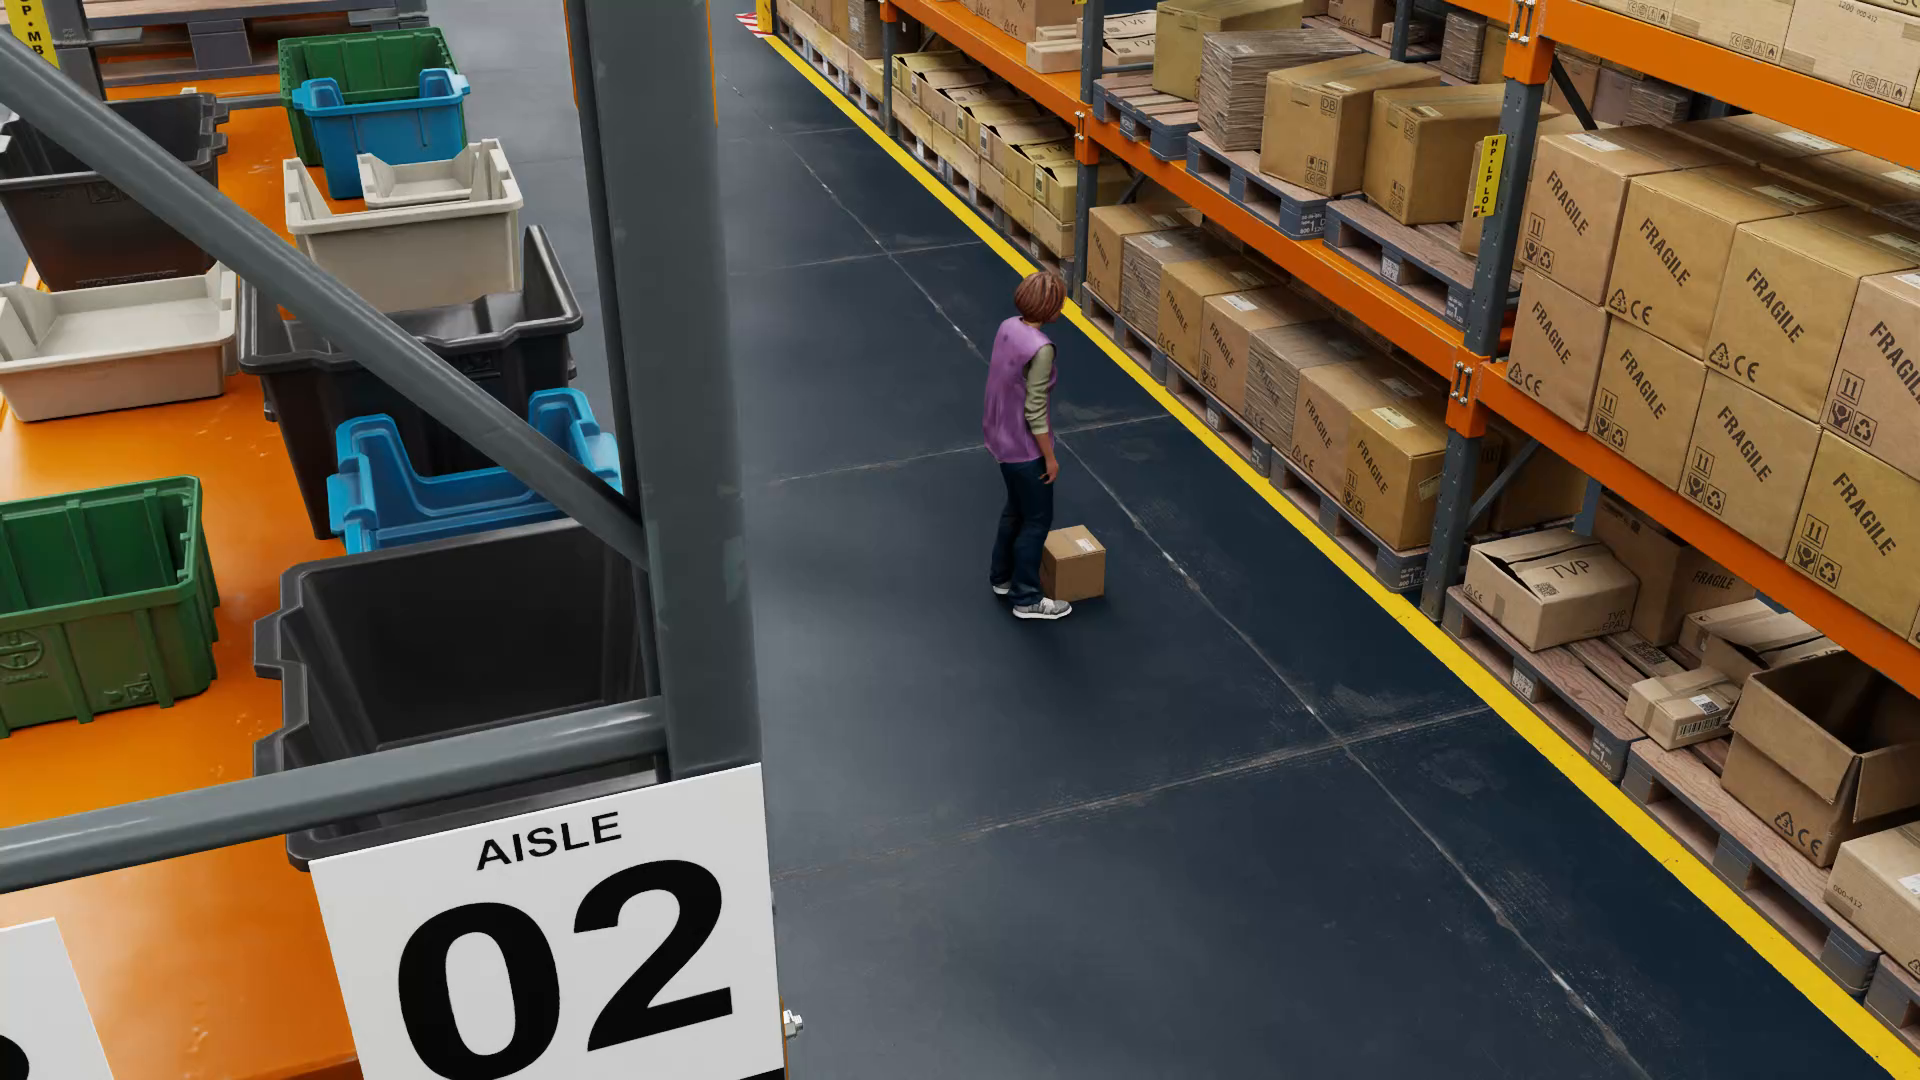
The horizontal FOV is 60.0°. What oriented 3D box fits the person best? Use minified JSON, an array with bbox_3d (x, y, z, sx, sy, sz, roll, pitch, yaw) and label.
[{"bbox_3d":[0.290,-0.417,7.355,0.344,1.594,0.462,-10,32,-17],"label":"person"}]
